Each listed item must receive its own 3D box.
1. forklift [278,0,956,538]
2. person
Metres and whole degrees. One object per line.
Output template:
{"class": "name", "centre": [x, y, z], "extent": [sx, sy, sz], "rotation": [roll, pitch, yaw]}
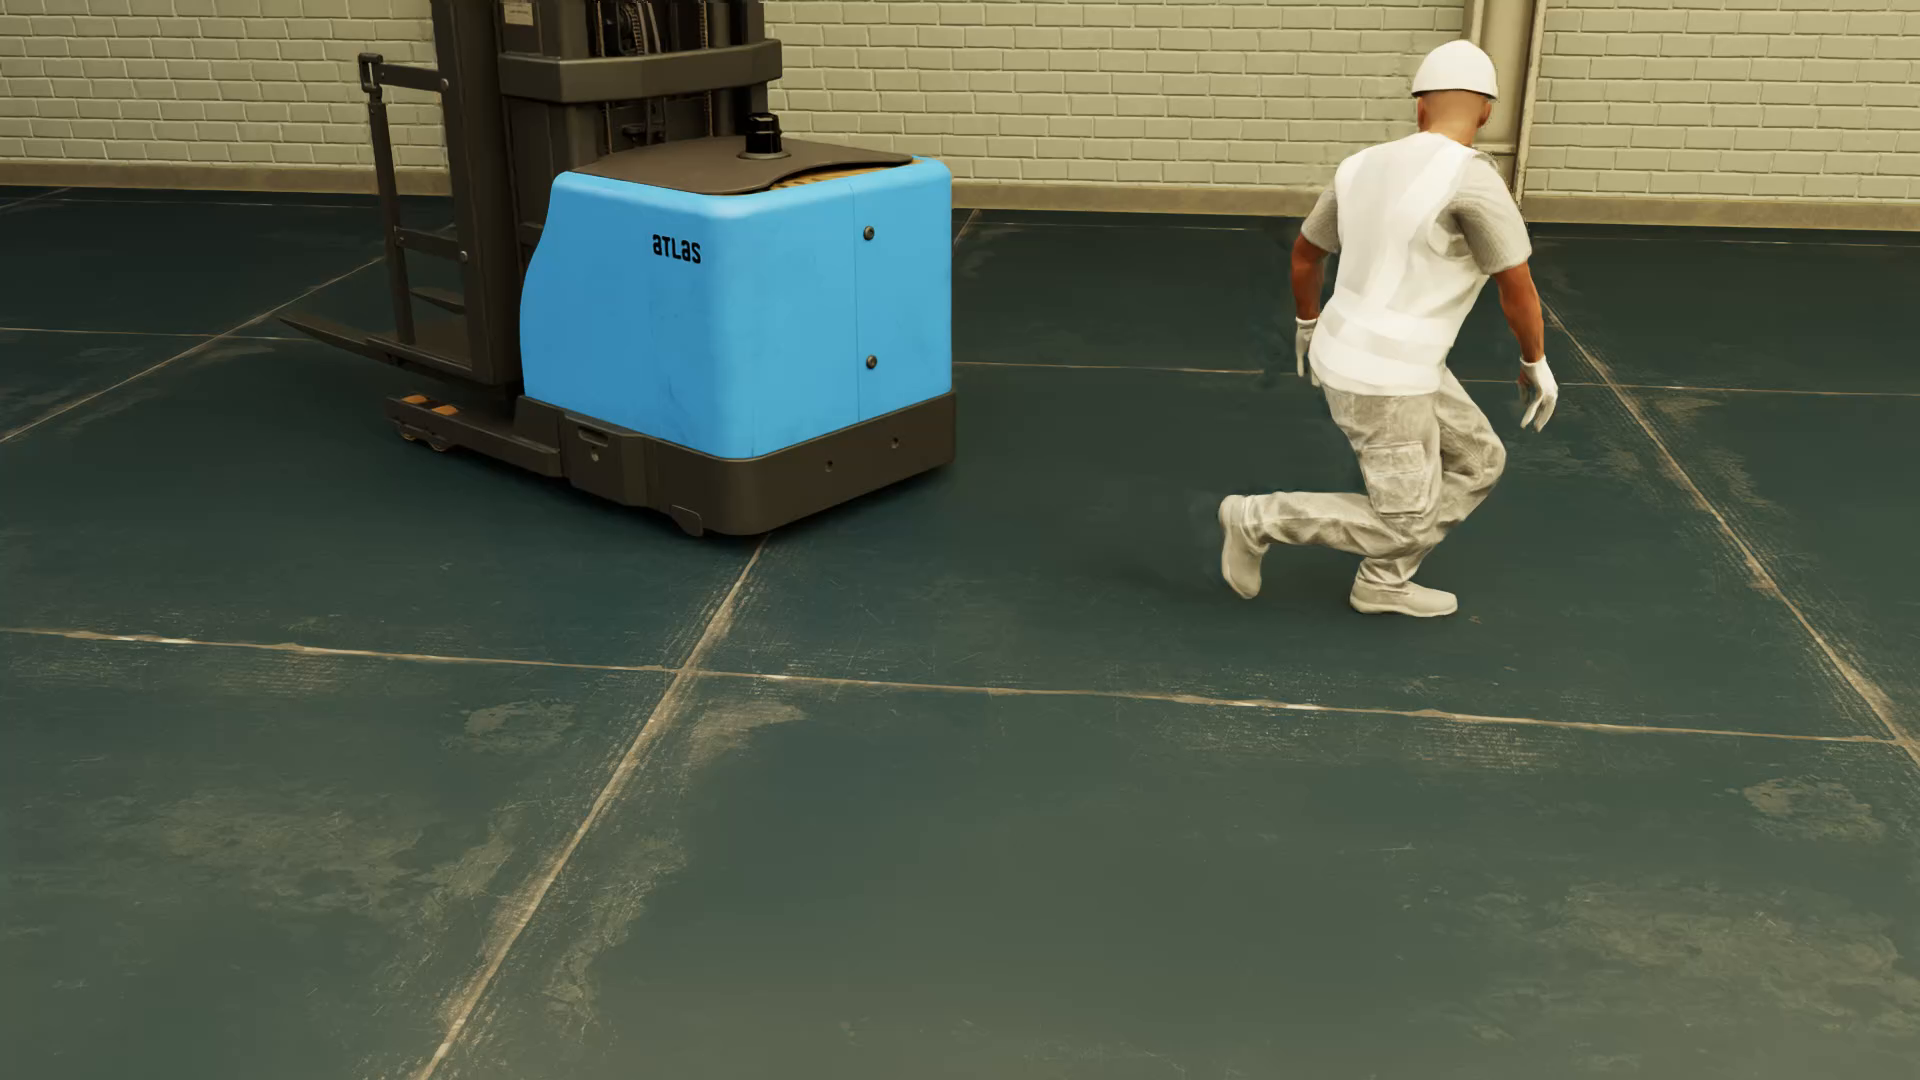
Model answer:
{"class": "forklift", "centre": [-1.459, -1.806, 5.739], "extent": [3.031, 2.935, 1.130], "rotation": [18, 28, 37]}
{"class": "person", "centre": [1.132, -0.529, 4.452], "extent": [0.827, 1.550, 0.679], "rotation": [1, 22, 3]}
